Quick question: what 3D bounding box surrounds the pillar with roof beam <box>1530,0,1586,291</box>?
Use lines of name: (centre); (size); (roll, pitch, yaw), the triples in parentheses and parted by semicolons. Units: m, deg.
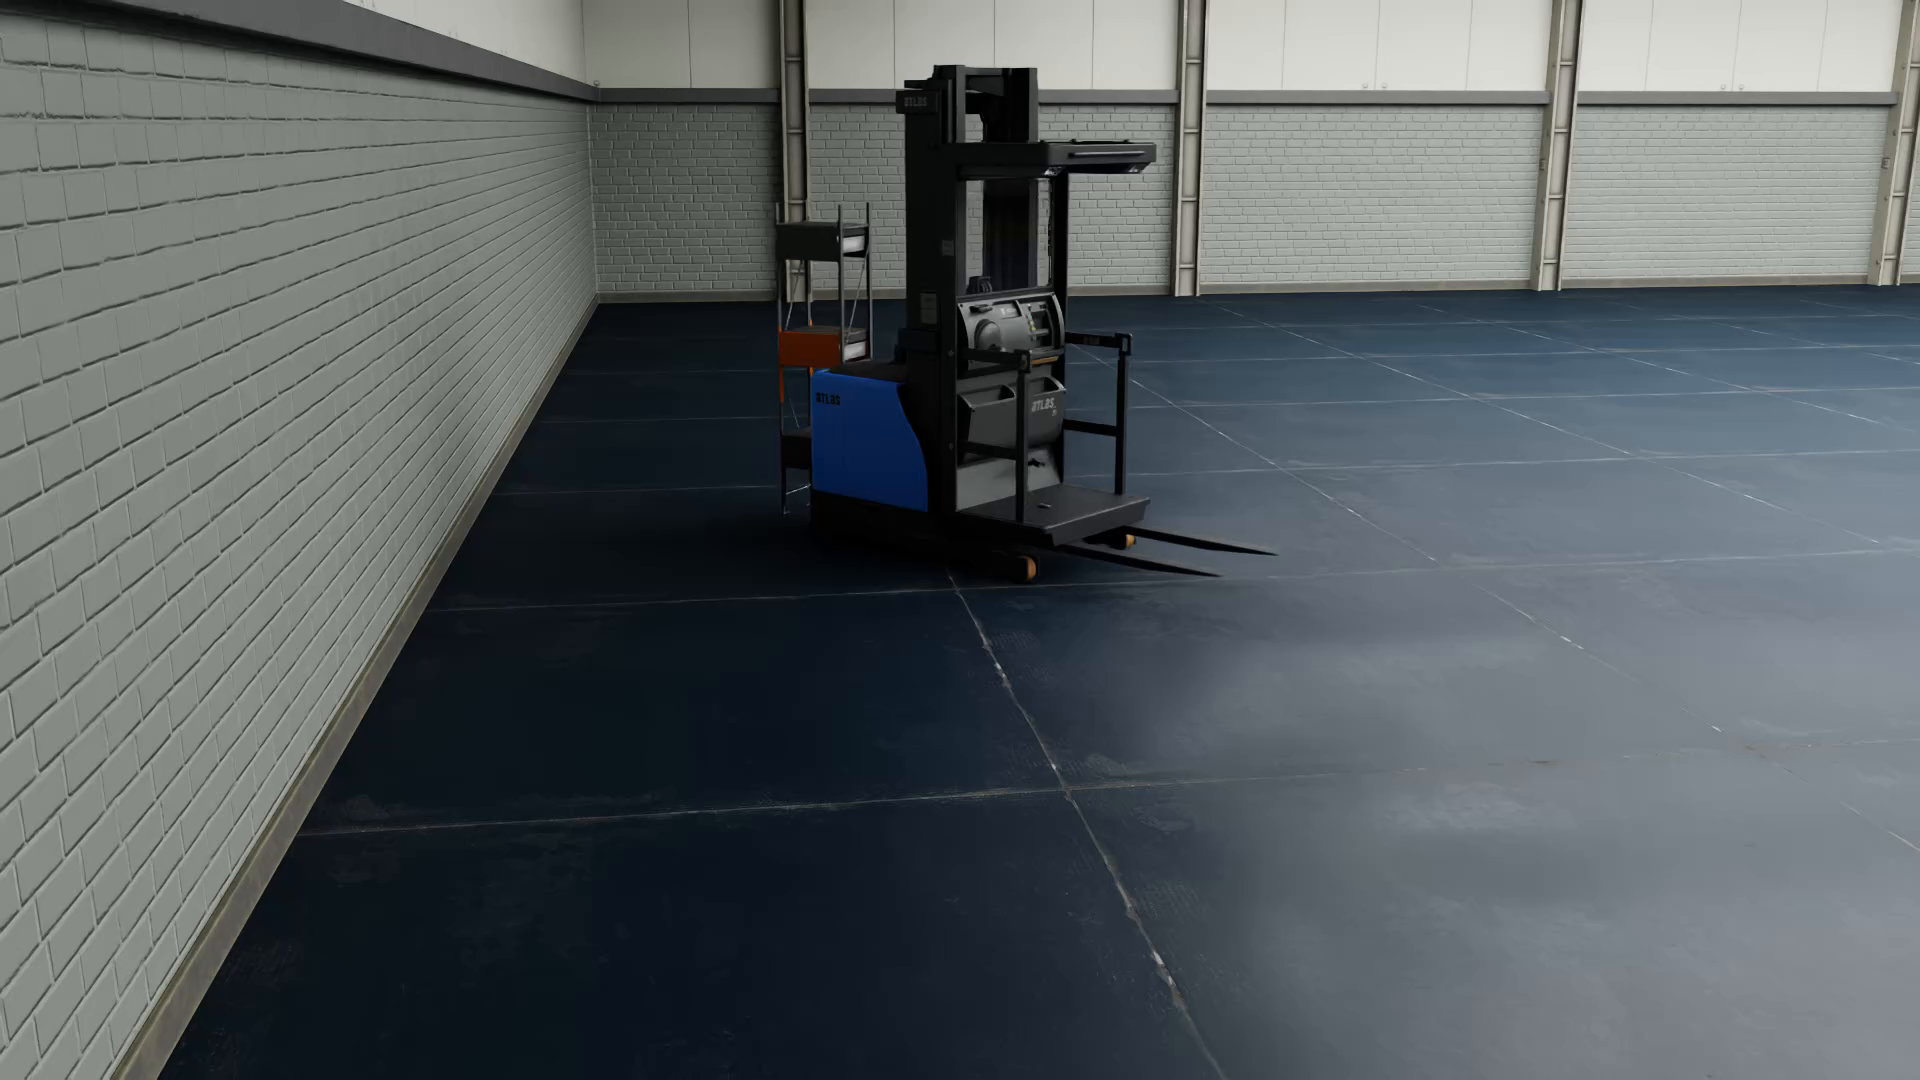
pillar with roof beam: (10.080, -7.372, 21.617); (0.400, 9.000, 9.100); (-2, 14, -8)

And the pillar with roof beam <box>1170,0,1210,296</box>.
pillar with roof beam: (4.147, -7.154, 20.750); (0.400, 9.000, 9.100); (-2, 14, -8)

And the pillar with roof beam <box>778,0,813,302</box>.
pillar with roof beam: (-1.786, -6.937, 19.883); (0.400, 9.000, 9.100); (-2, 14, -8)

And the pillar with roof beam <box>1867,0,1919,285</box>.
pillar with roof beam: (16.013, -7.589, 22.484); (0.400, 9.000, 9.100); (-2, 14, -8)

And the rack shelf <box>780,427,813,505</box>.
rack shelf: (-0.908, -0.512, 11.376); (0.480, 0.518, 0.431); (7, 16, 26)

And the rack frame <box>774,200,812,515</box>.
rack frame: (-1.124, -1.231, 11.309); (0.015, 2.100, 0.400); (7, 16, 26)

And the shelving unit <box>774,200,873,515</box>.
shelving unit: (-0.906, -1.204, 11.202); (0.503, 2.100, 0.431); (7, 16, 26)

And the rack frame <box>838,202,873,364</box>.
rack frame: (-0.688, -1.176, 11.095); (0.015, 2.100, 0.400); (7, 16, 26)

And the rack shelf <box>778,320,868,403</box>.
rack shelf: (-0.906, -1.190, 11.205); (0.480, 0.518, 0.431); (7, 16, 26)

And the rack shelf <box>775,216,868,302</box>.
rack shelf: (-0.904, -1.869, 11.034); (0.480, 0.518, 0.431); (7, 16, 26)

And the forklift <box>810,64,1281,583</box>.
forklift: (0.476, -1.312, 9.929); (3.031, 2.935, 1.130); (12, 18, 39)
